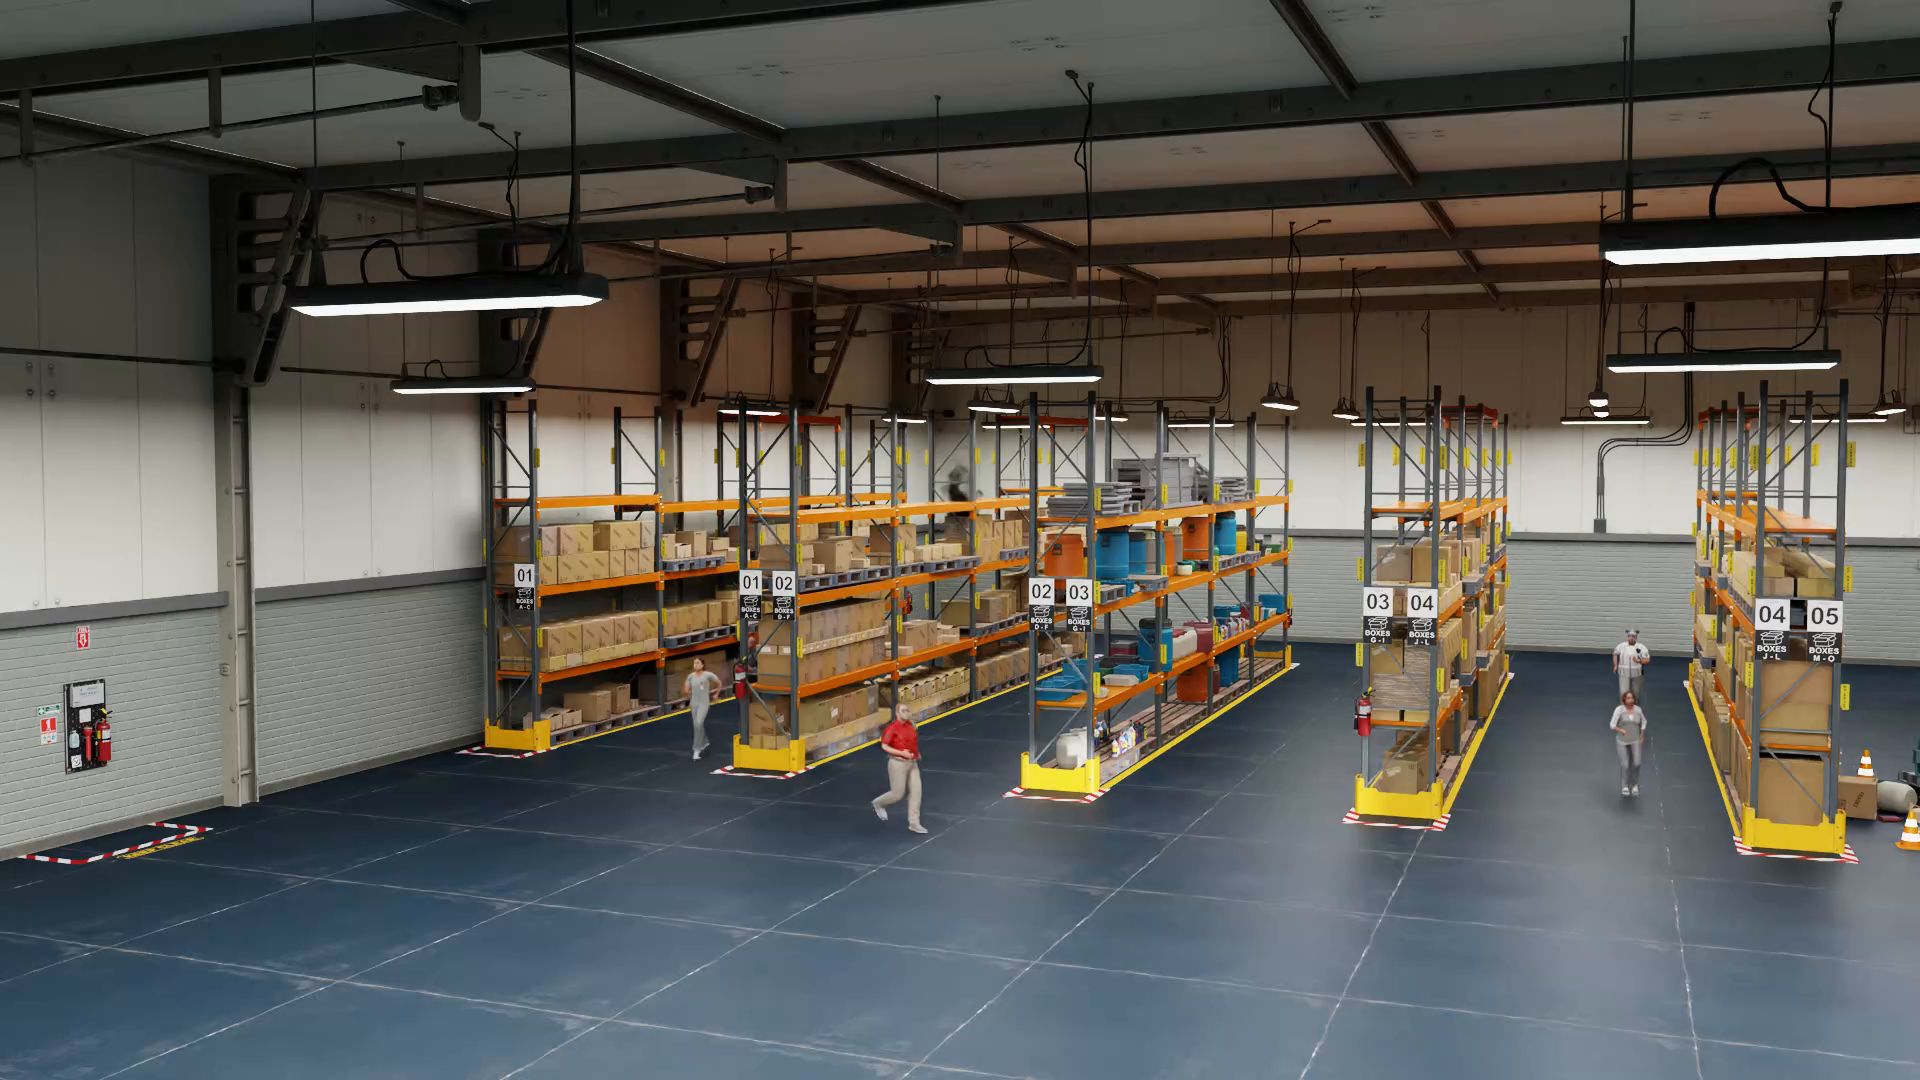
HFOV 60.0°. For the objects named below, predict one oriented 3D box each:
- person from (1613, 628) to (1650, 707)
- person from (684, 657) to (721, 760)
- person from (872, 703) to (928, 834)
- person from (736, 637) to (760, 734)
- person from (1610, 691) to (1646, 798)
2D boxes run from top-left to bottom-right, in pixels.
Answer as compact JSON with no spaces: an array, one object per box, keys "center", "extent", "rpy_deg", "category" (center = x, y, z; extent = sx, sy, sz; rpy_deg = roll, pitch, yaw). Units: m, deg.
[{"center":[12.609,2.563,31.246],"extent":[0.646,1.820,0.891],"rpy_deg":[1,3,22],"category":"person"},{"center":[-4.354,2.806,27.920],"extent":[0.570,1.698,0.825],"rpy_deg":[1,3,16],"category":"person"},{"center":[-0.775,3.041,22.311],"extent":[0.923,1.713,0.663],"rpy_deg":[3,4,43],"category":"person"},{"center":[-3.846,2.650,30.349],"extent":[0.624,1.780,0.752],"rpy_deg":[0,3,9],"category":"person"},{"center":[9.828,3.001,24.439],"extent":[0.532,1.577,0.627],"rpy_deg":[1,3,14],"category":"person"}]
